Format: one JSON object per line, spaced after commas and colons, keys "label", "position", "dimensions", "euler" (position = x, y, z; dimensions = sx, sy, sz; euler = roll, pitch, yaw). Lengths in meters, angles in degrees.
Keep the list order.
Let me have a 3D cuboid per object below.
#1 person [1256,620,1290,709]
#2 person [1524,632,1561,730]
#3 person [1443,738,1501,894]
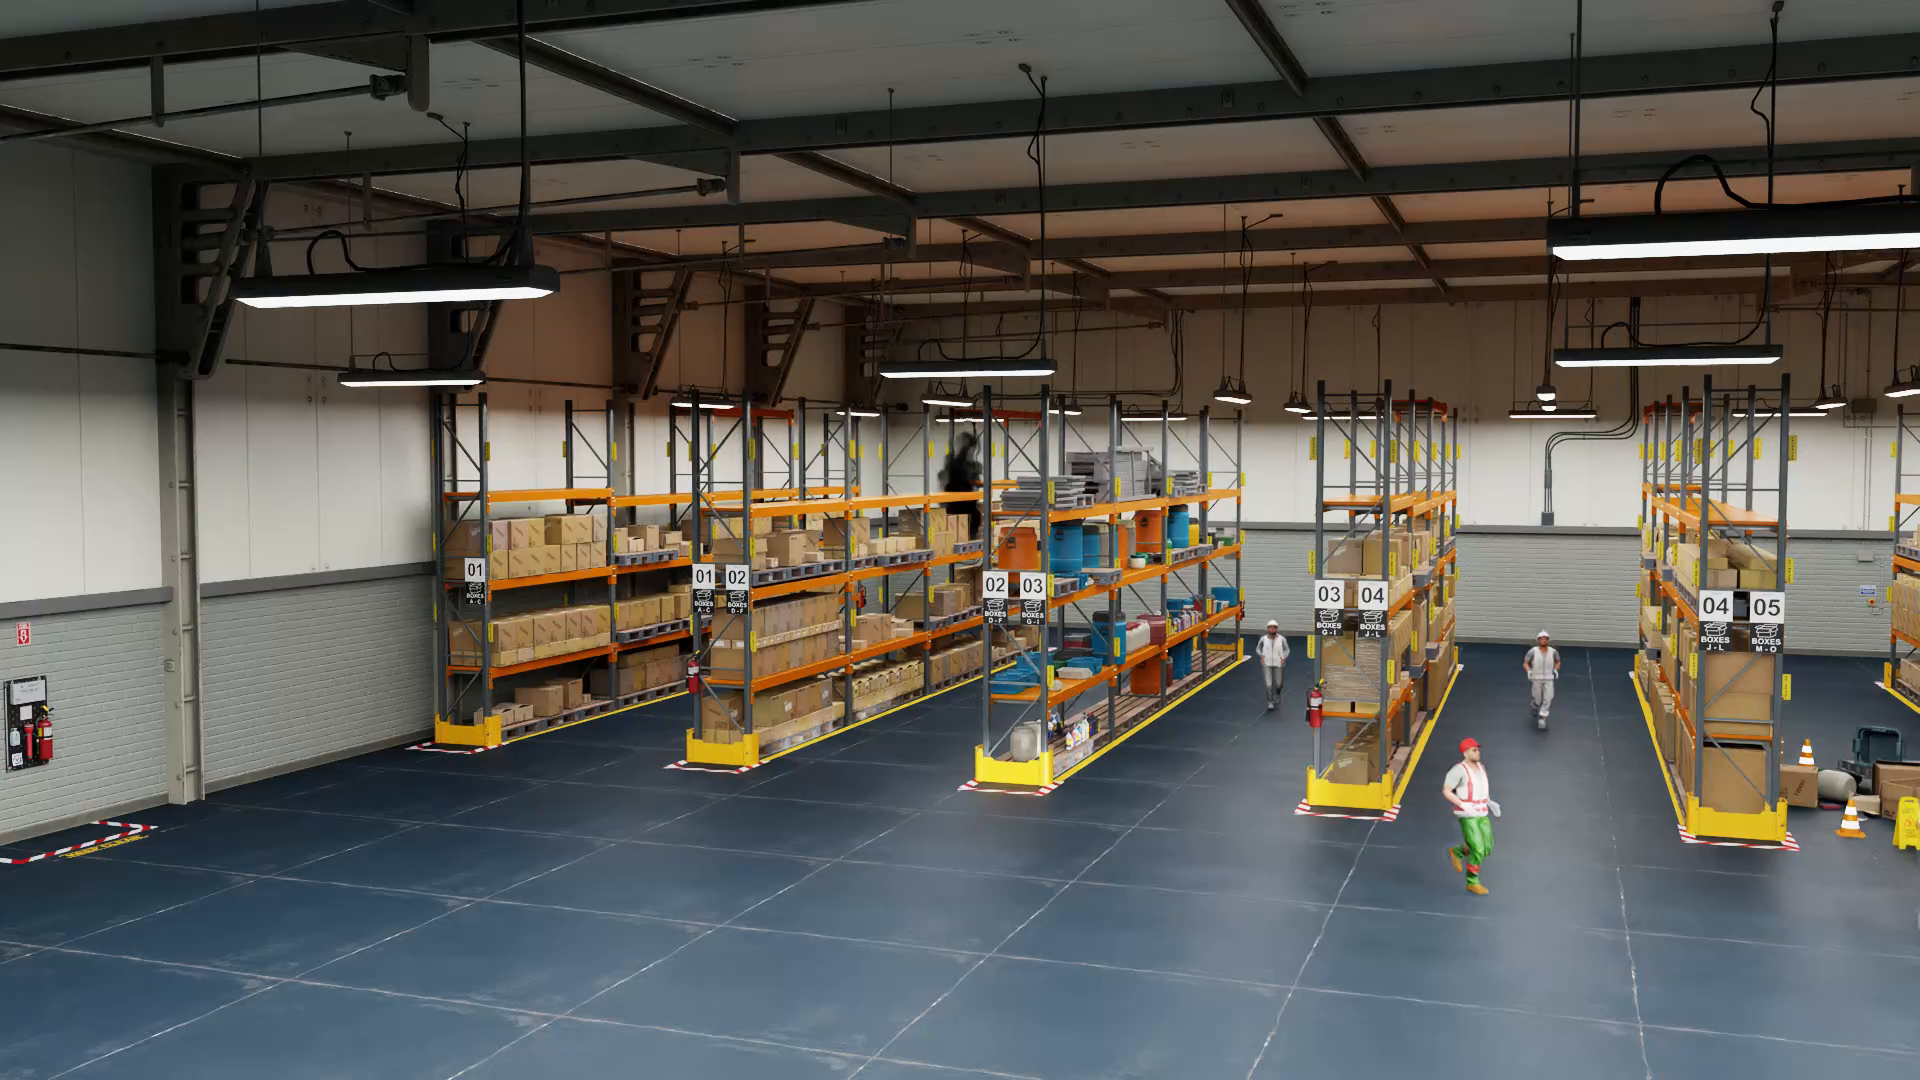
{"label": "person", "position": [6.069, 2.419, 32.294], "dimensions": [0.655, 1.722, 0.603], "euler": [1, 3, 10]}
{"label": "person", "position": [10.548, 2.532, 30.082], "dimensions": [0.655, 1.754, 0.739], "euler": [0, 3, 9]}
{"label": "person", "position": [5.784, 3.126, 18.985], "dimensions": [0.656, 1.745, 0.615], "euler": [-2, 4, -33]}
